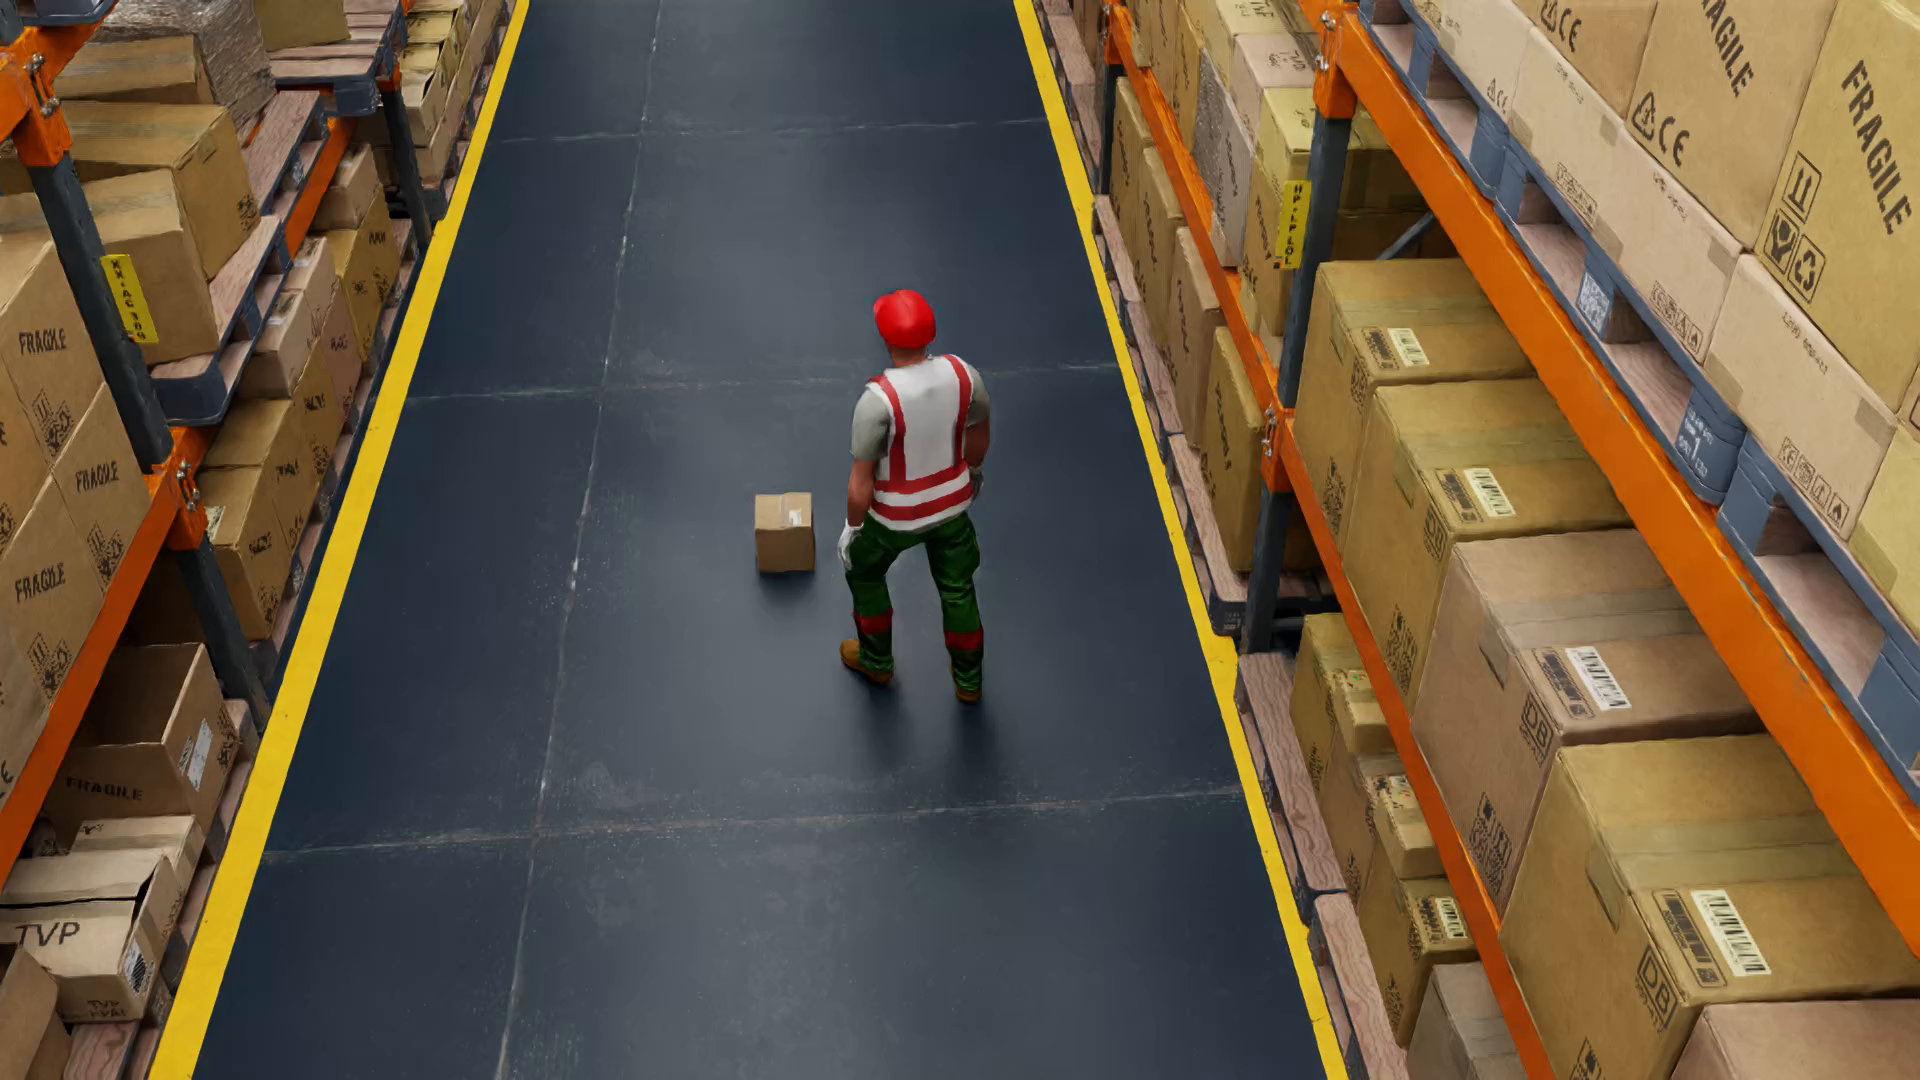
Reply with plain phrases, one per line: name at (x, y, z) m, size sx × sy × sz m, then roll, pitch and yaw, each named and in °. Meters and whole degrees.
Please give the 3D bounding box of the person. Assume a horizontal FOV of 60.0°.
person at (-0.183, -0.145, 6.304) m, size 0.691 × 1.776 × 0.549 m, roll -18°, pitch 42°, yaw -21°
